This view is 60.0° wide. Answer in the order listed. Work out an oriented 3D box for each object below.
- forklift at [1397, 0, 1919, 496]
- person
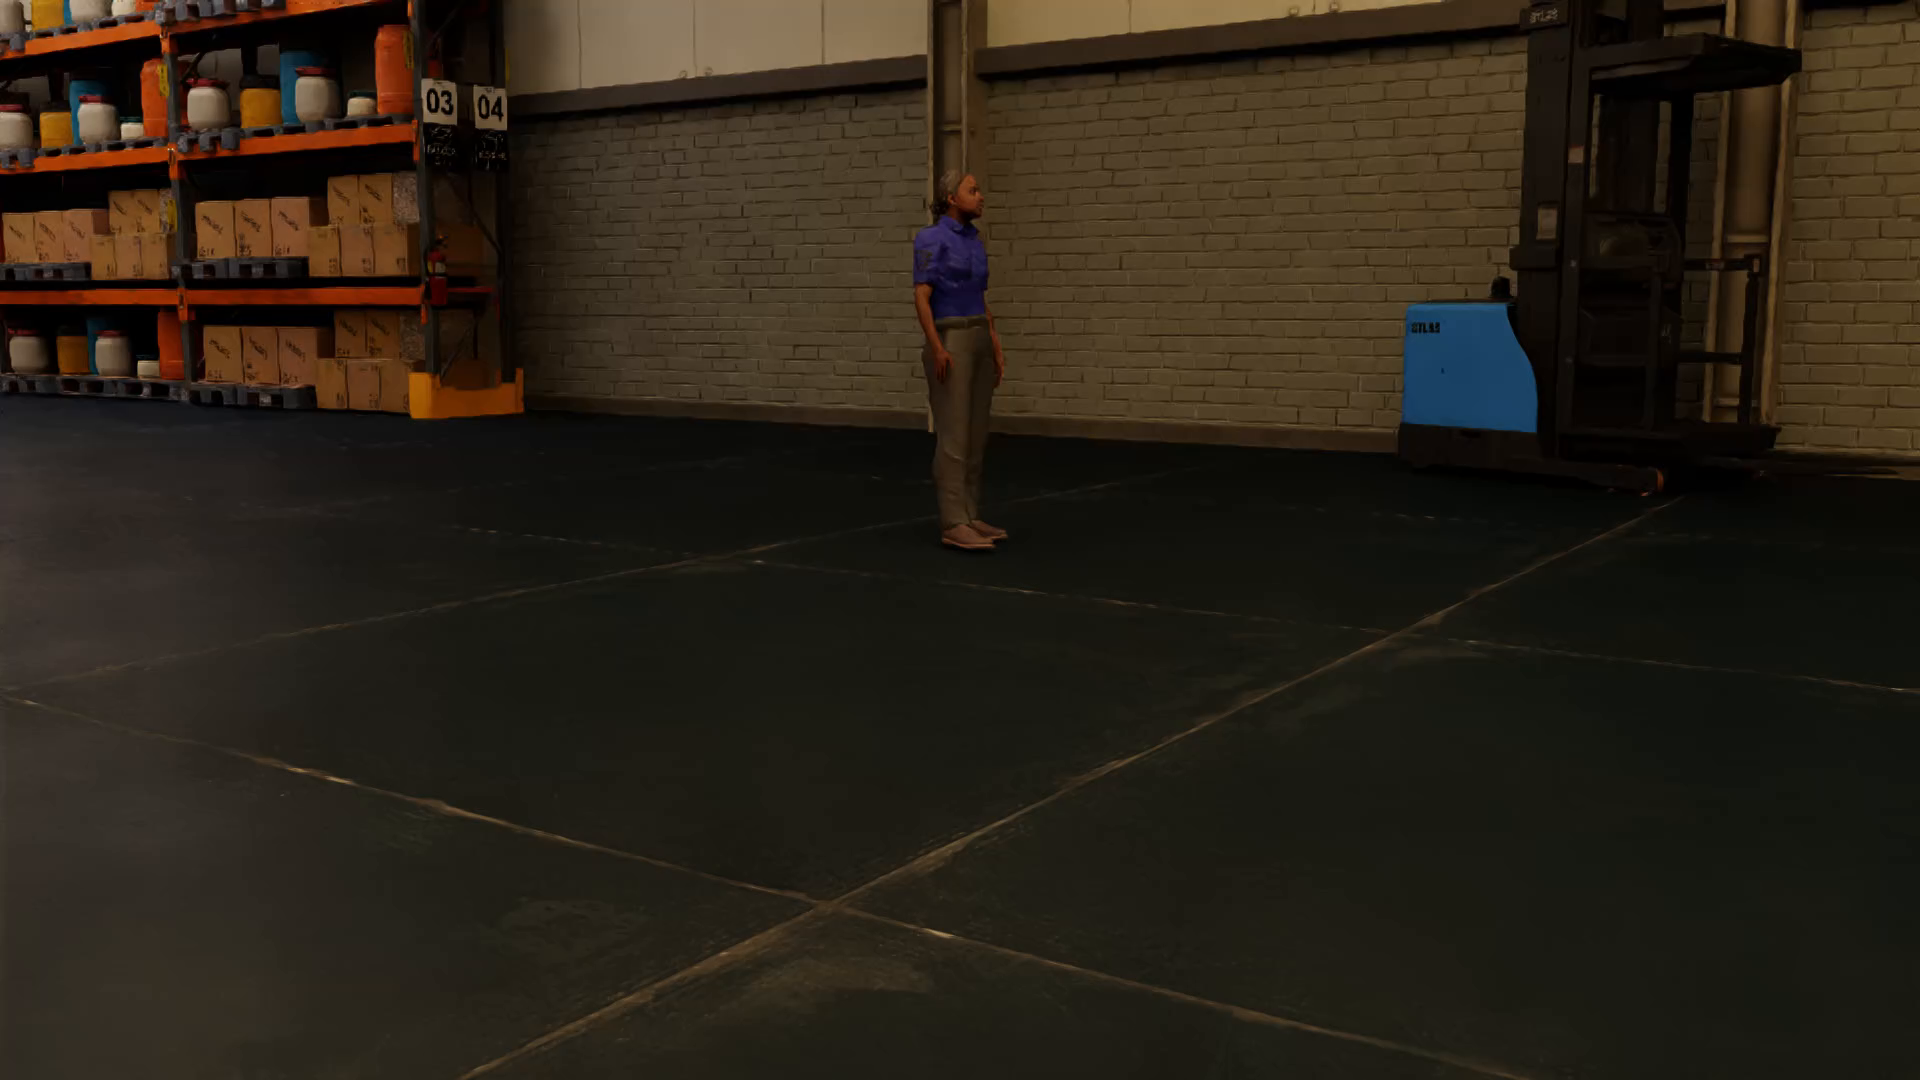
[{"bbox_3d":[4.100,-1.772,9.652,1.130,2.935,3.031,-6,10,-36],"label":"forklift"},{"bbox_3d":[0.062,-0.811,7.422,0.503,1.642,0.570,5,10,34],"label":"person"}]
